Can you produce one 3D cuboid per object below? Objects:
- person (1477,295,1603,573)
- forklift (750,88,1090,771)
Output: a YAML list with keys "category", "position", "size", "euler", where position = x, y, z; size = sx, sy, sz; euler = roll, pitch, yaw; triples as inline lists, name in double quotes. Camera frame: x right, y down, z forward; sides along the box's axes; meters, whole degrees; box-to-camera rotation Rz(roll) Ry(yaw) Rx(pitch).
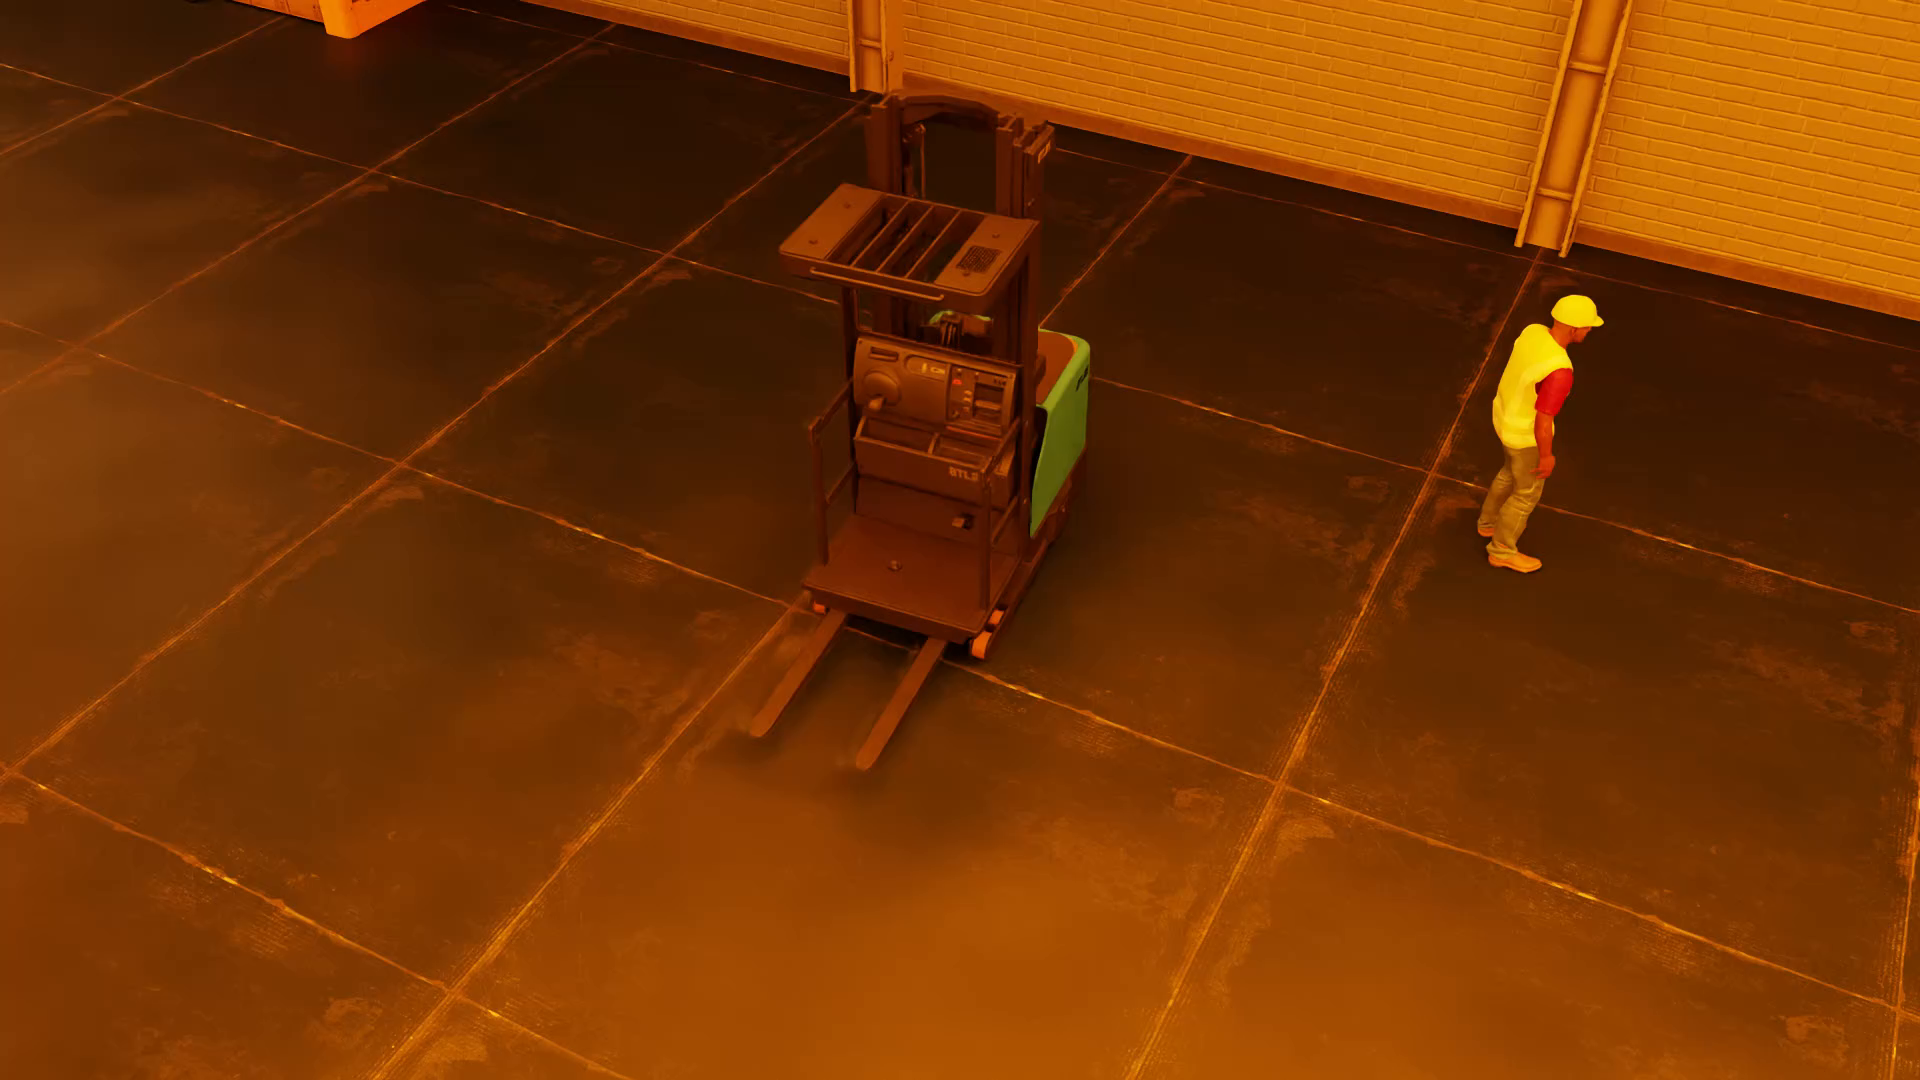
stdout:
- category: "person"
  position: [3.330, -0.647, 9.668]
  size: [0.463, 1.759, 0.626]
  euler: [0, 40, 0]
- category: "forklift"
  position: [-0.222, -0.753, 8.881]
  size: [1.130, 2.935, 3.031]
  euler: [15, 42, 17]
